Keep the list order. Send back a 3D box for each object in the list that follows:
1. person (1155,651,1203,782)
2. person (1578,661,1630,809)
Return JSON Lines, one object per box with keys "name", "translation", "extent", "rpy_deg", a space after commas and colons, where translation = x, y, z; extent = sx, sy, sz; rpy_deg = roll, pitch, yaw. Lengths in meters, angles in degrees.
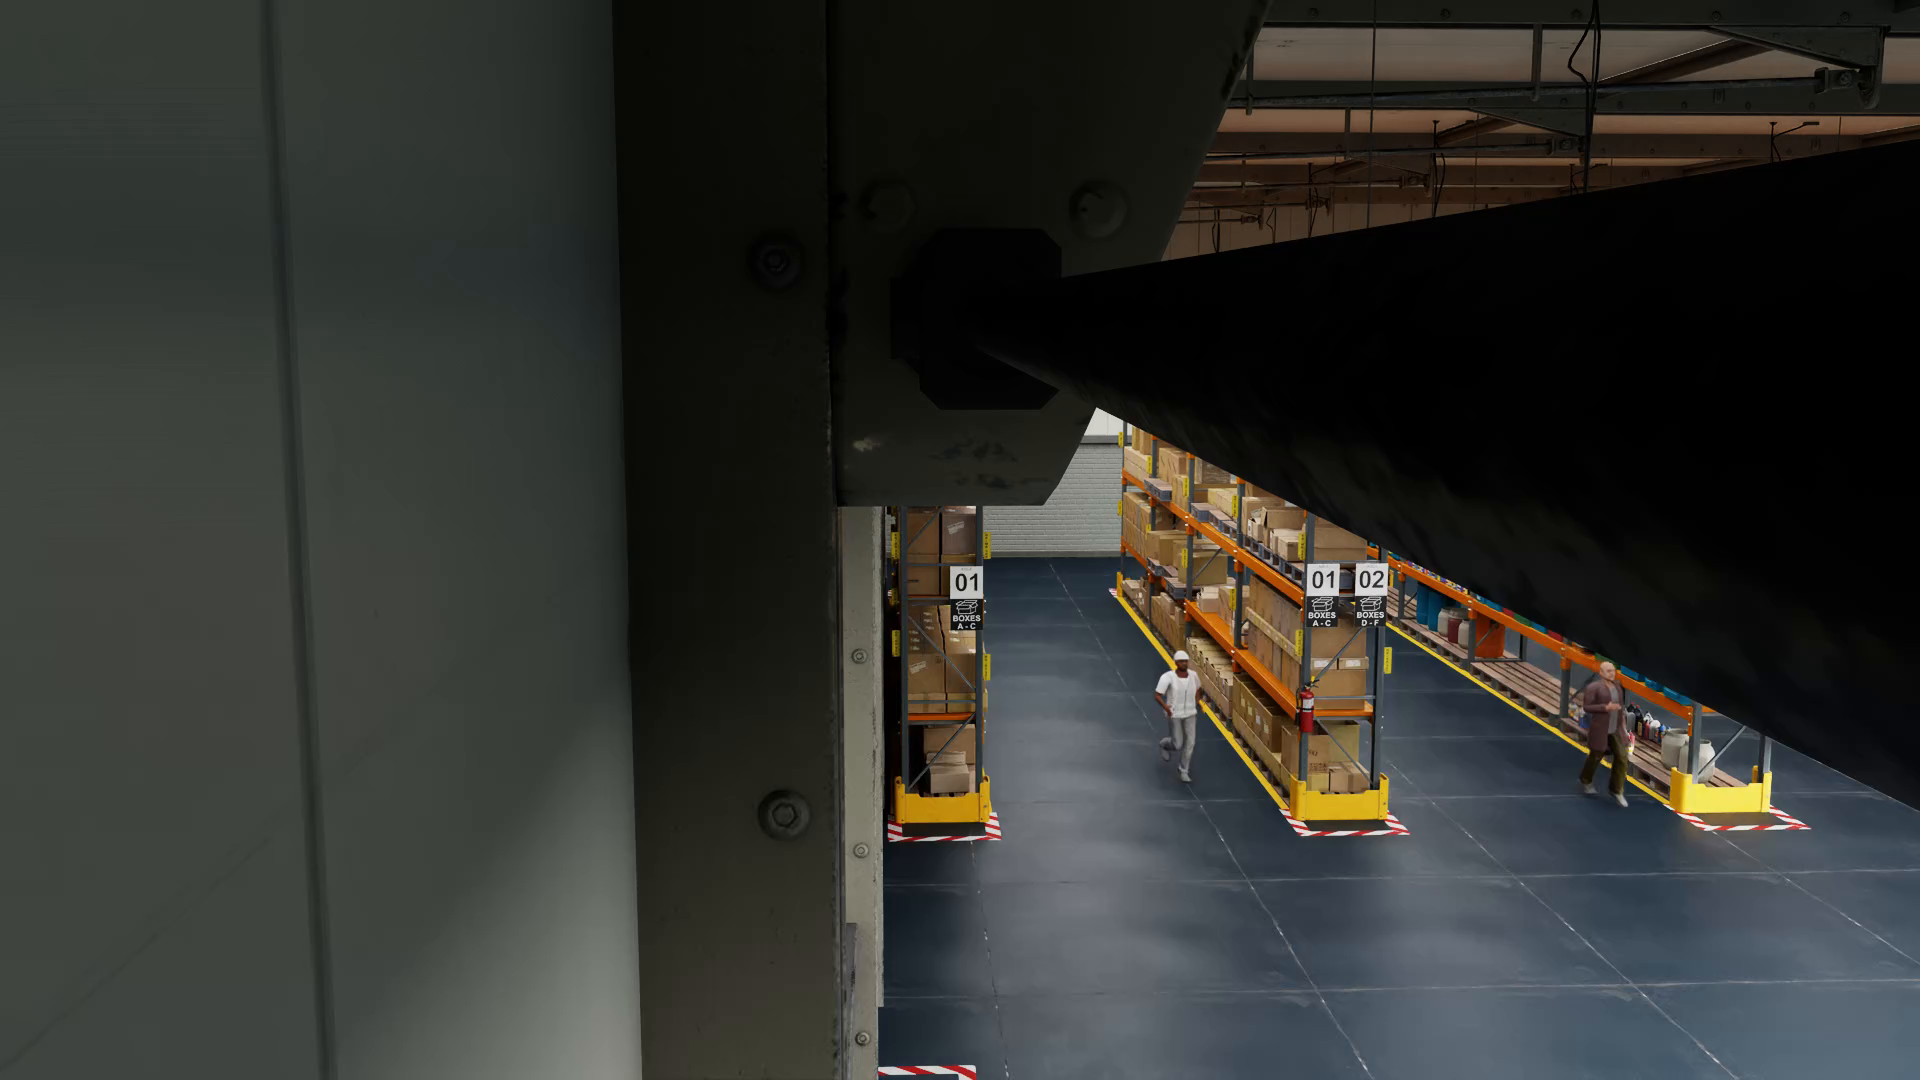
{"name": "person", "translation": [2.975, 2.343, 22.385], "extent": [0.700, 1.739, 0.801], "rpy_deg": [-2, 8, -15]}
{"name": "person", "translation": [8.251, 2.452, 21.287], "extent": [0.691, 1.825, 0.818], "rpy_deg": [-1, 8, -10]}
